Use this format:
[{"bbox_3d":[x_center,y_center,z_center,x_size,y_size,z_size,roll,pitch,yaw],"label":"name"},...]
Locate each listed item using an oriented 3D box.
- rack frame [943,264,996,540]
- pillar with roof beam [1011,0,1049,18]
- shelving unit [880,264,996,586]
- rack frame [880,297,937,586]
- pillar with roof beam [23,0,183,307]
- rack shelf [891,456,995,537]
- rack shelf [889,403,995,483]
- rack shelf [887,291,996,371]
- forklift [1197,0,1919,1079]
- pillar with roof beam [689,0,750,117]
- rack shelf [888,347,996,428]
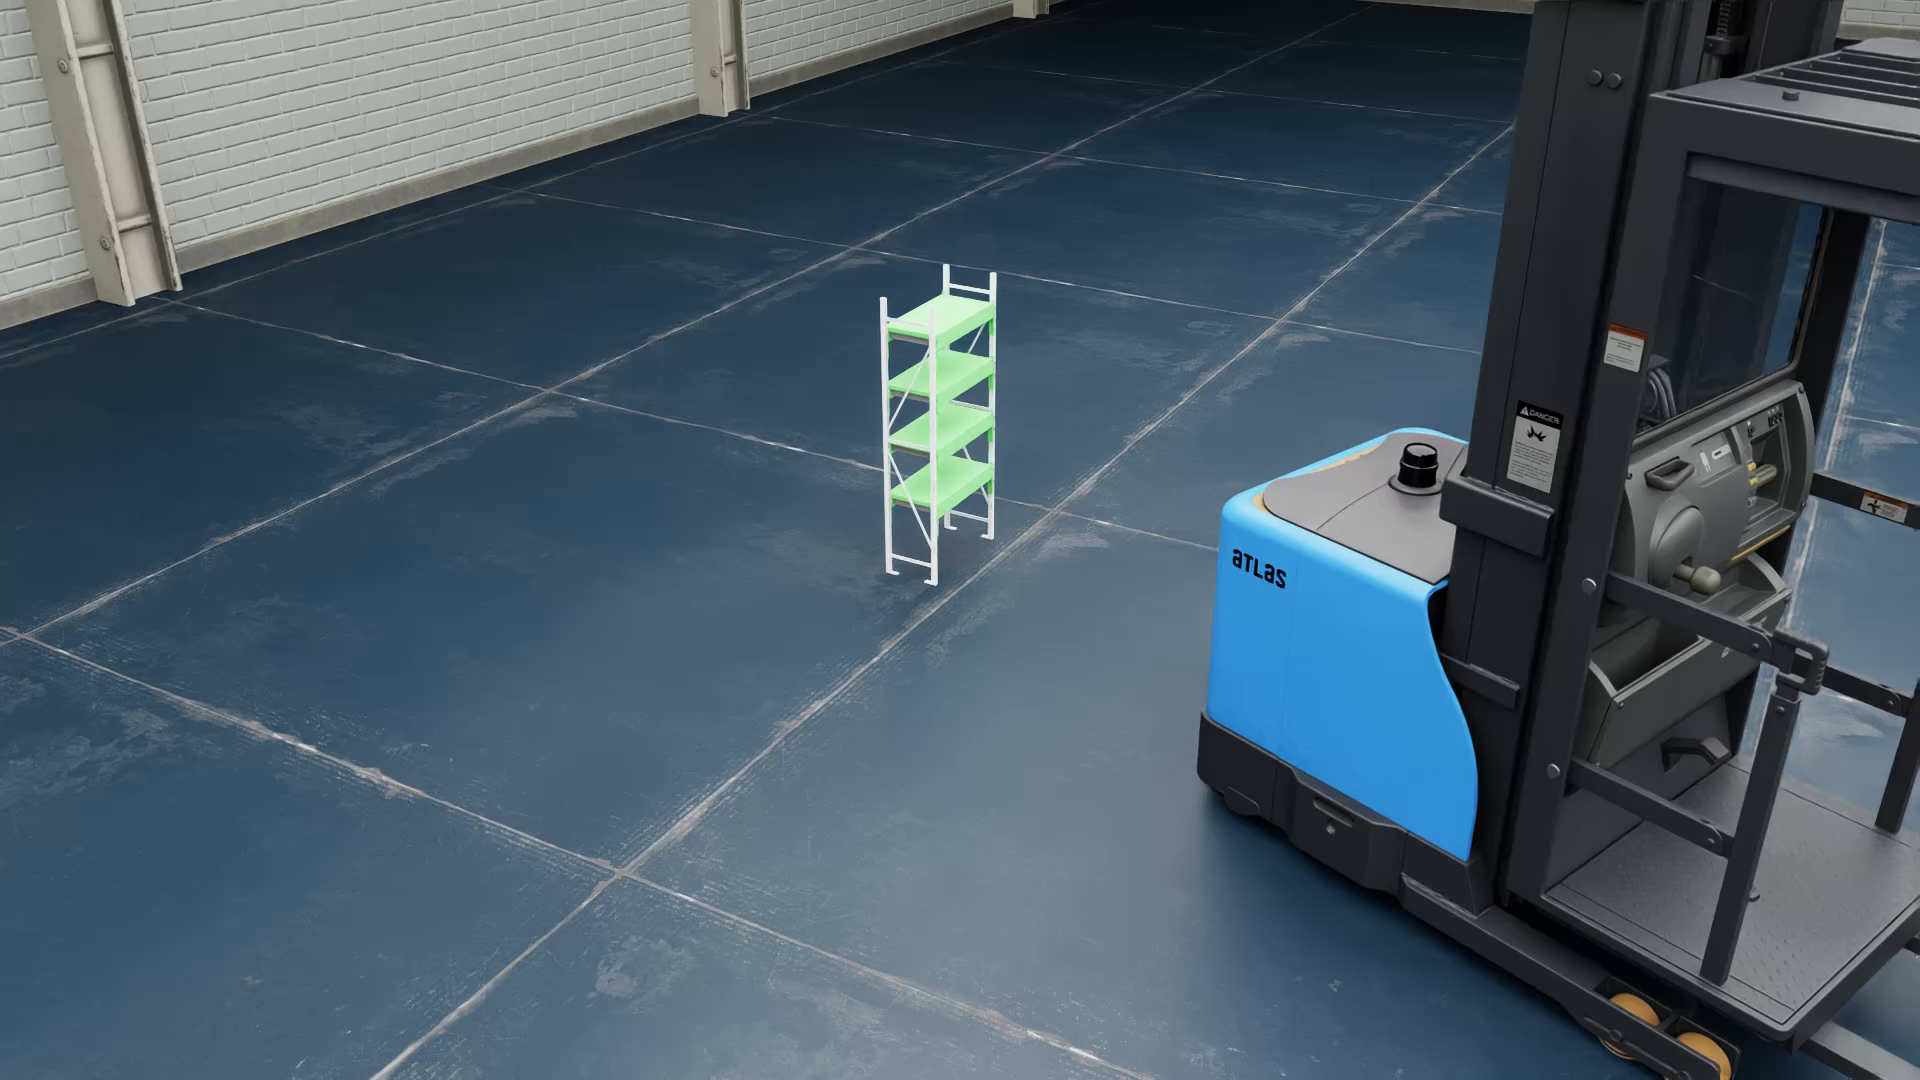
[{"bbox_3d":[0.039,-0.567,7.043,0.240,1.200,0.015,14,30,26],"label":"rack frame"},{"bbox_3d":[4.574,-9.277,15.729,9.100,9.000,0.400,14,30,26],"label":"pillar with roof beam"},{"bbox_3d":[-0.081,-0.472,6.853,0.258,1.200,0.503,14,30,26],"label":"shelving unit"},{"bbox_3d":[-0.201,-0.377,6.663,0.240,1.200,0.015,14,30,26],"label":"rack frame"},{"bbox_3d":[-1.329,-4.600,6.386,9.100,9.000,0.400,14,30,26],"label":"pillar with roof beam"},{"bbox_3d":[-0.081,-0.200,6.989,0.258,0.148,0.480,14,30,26],"label":"rack shelf"},{"bbox_3d":[-0.081,-0.415,6.881,0.258,0.148,0.480,14,30,26],"label":"rack shelf"},{"bbox_3d":[-0.081,-0.844,6.666,0.258,0.148,0.480,14,30,26],"label":"rack shelf"},{"bbox_3d":[2.120,-0.108,4.192,1.130,2.935,3.031,-21,33,-35],"label":"forklift"},{"bbox_3d":[1.623,-6.938,11.058,9.100,9.000,0.400,14,30,26],"label":"pillar with roof beam"},{"bbox_3d":[-0.081,-0.629,6.774,0.258,0.148,0.480,14,30,26],"label":"rack shelf"}]
